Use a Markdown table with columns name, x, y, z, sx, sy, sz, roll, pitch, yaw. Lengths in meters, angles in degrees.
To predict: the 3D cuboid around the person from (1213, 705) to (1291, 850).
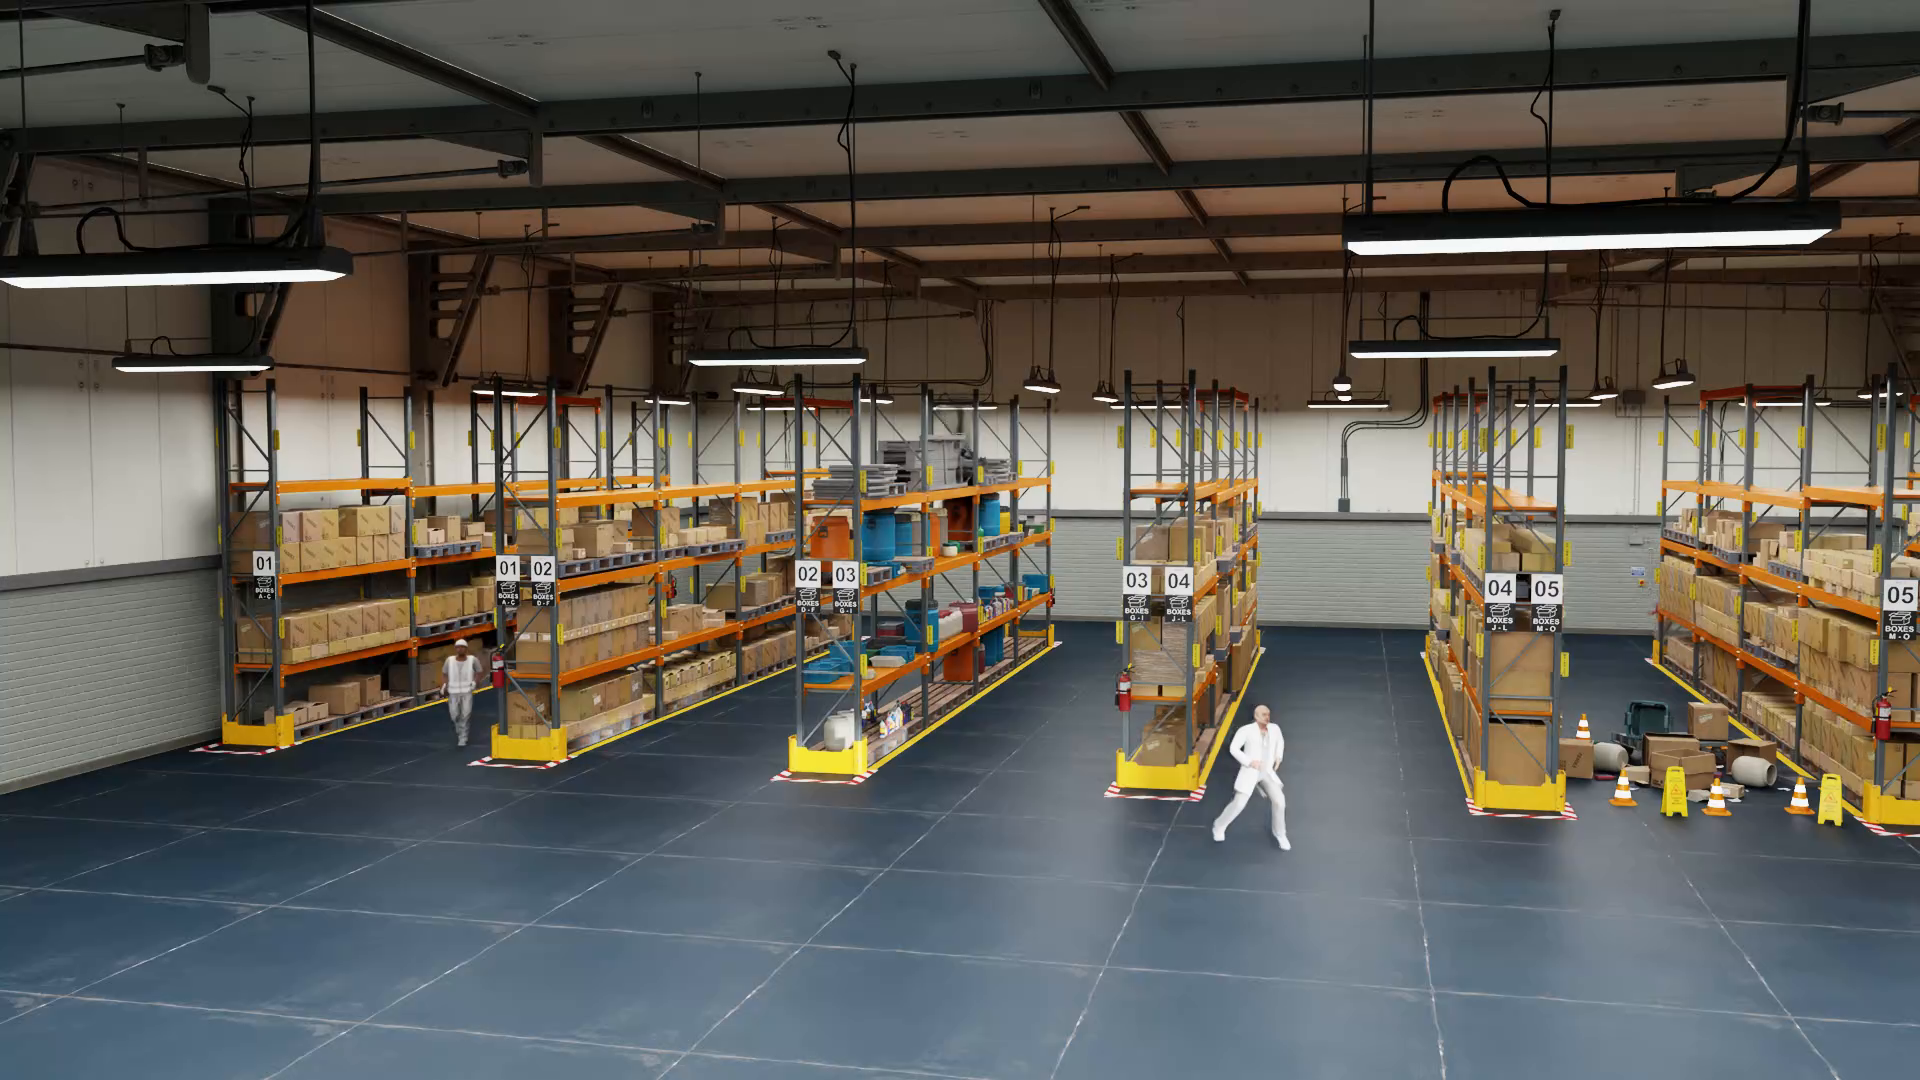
| name | x | y | z | sx | sy | sz | roll | pitch | yaw |
| --- | --- | --- | --- | --- | --- | --- | --- | --- | --- |
| person | 3.637 | 2.915 | 20.561 | 0.925 | 1.773 | 0.790 | -1 | 4 | -22 |

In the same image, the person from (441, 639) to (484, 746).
| name | x | y | z | sx | sy | sz | roll | pitch | yaw |
| --- | --- | --- | --- | --- | --- | --- | --- | --- | --- |
| person | -8.188 | 2.498 | 27.358 | 0.683 | 1.736 | 0.614 | -1 | 3 | -10 |

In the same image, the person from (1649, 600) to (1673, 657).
| name | x | y | z | sx | sy | sz | roll | pitch | yaw |
| --- | --- | --- | --- | --- | --- | --- | --- | --- | --- |
| person | 16.231 | 1.865 | 38.250 | 0.679 | 1.683 | 0.658 | 0 | 3 | 8 |
